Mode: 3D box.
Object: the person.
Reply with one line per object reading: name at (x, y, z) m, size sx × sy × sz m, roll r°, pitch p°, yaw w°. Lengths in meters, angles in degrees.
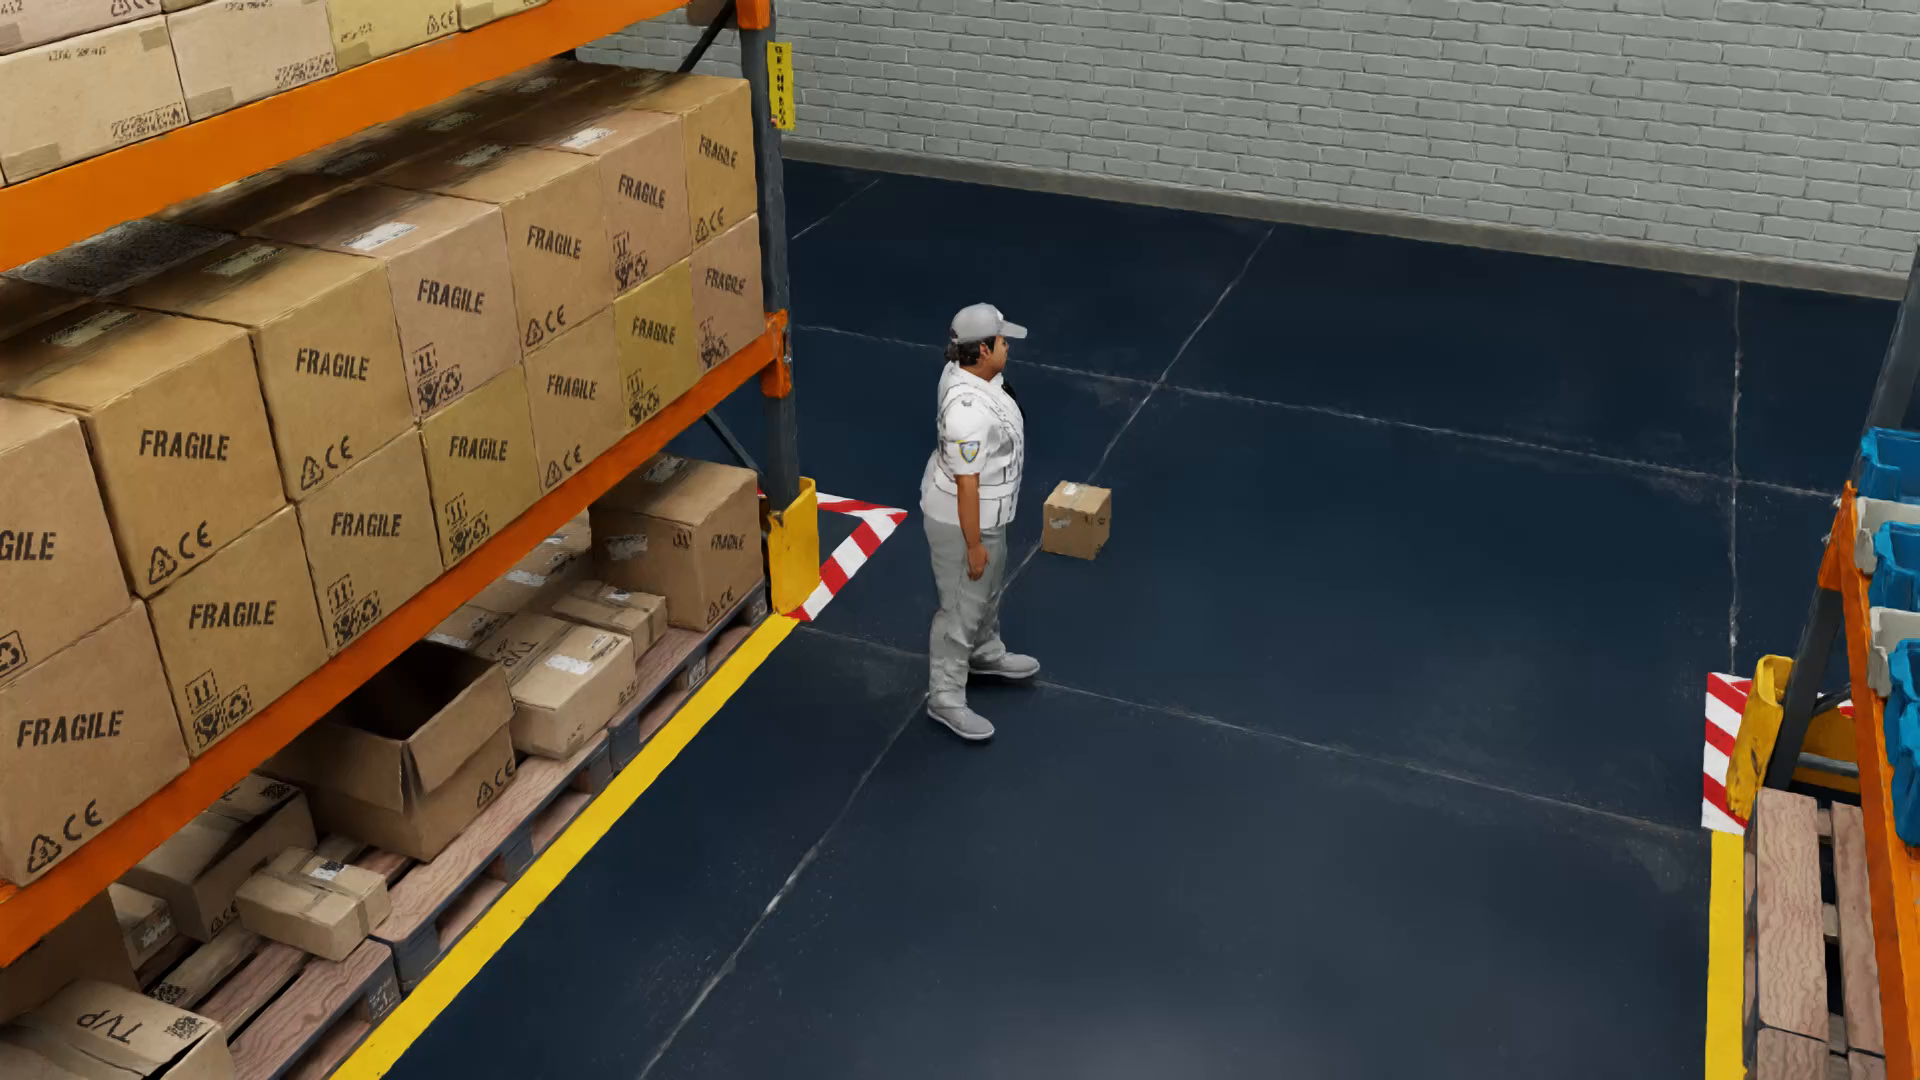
person at (0.083, -0.089, 6.236) m, size 0.468 × 1.672 × 0.562 m, roll 1°, pitch 30°, yaw 2°
